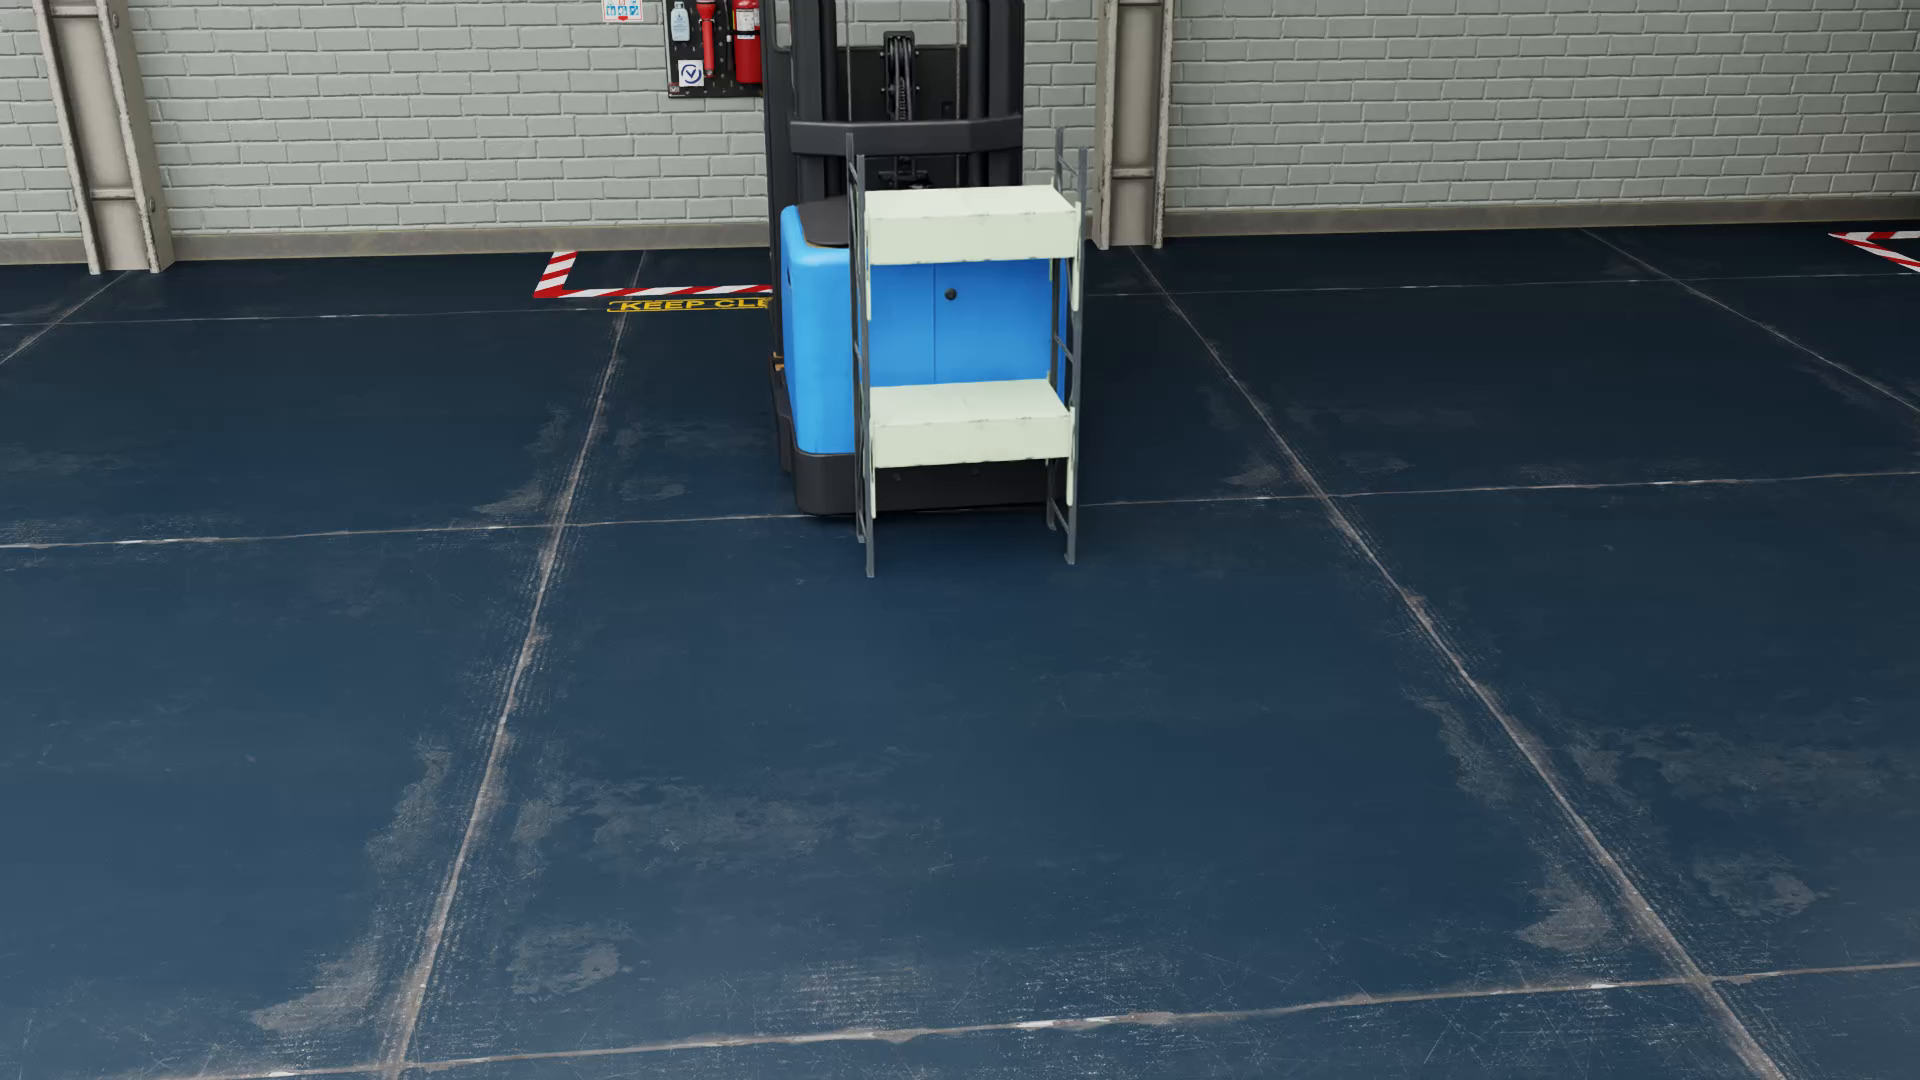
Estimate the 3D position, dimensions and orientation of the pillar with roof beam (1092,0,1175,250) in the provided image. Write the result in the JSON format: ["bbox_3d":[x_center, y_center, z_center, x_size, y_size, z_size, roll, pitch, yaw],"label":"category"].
[{"bbox_3d":[1.470,-4.241,4.712,0.400,9.000,9.100,-2,24,-5],"label":"pillar with roof beam"}]

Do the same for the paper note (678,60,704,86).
[{"bbox_3d":[-1.599,-2.774,9.883,0.142,0.148,0.016,-2,24,-5],"label":"paper note"}]

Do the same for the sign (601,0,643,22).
[{"bbox_3d":[-1.976,-3.192,9.695,0.234,0.329,0.001,-2,24,-5],"label":"sign"}]

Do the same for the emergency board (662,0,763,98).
[{"bbox_3d":[-1.416,-3.156,9.658,0.643,1.169,0.194,-2,24,-5],"label":"emergency board"}]

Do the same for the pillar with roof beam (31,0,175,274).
[{"bbox_3d":[-4.501,-4.001,4.173,0.400,9.000,9.100,-2,24,-5],"label":"pillar with roof beam"}]

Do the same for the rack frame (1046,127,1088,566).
[{"bbox_3d":[0.375,-0.672,5.916,0.023,1.500,0.400,-4,24,-8],"label":"rack frame"}]

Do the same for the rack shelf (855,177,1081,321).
[{"bbox_3d":[0.014,-1.005,5.704,0.720,0.370,0.431,-4,24,-8],"label":"rack shelf"}]

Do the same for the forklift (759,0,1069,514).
[{"bbox_3d":[-0.314,-2.003,7.148,1.130,2.935,3.031,-3,24,-8],"label":"forklift"}]

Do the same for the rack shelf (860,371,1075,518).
[{"bbox_3d":[0.014,-0.351,5.995,0.720,0.370,0.431,-4,24,-8],"label":"rack shelf"}]

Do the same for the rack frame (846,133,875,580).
[{"bbox_3d":[-0.348,-0.625,5.810,0.023,1.500,0.400,-4,24,-8],"label":"rack frame"}]

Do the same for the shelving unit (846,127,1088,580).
[{"bbox_3d":[0.014,-0.649,5.863,0.755,1.500,0.431,-4,24,-8],"label":"shelving unit"}]
